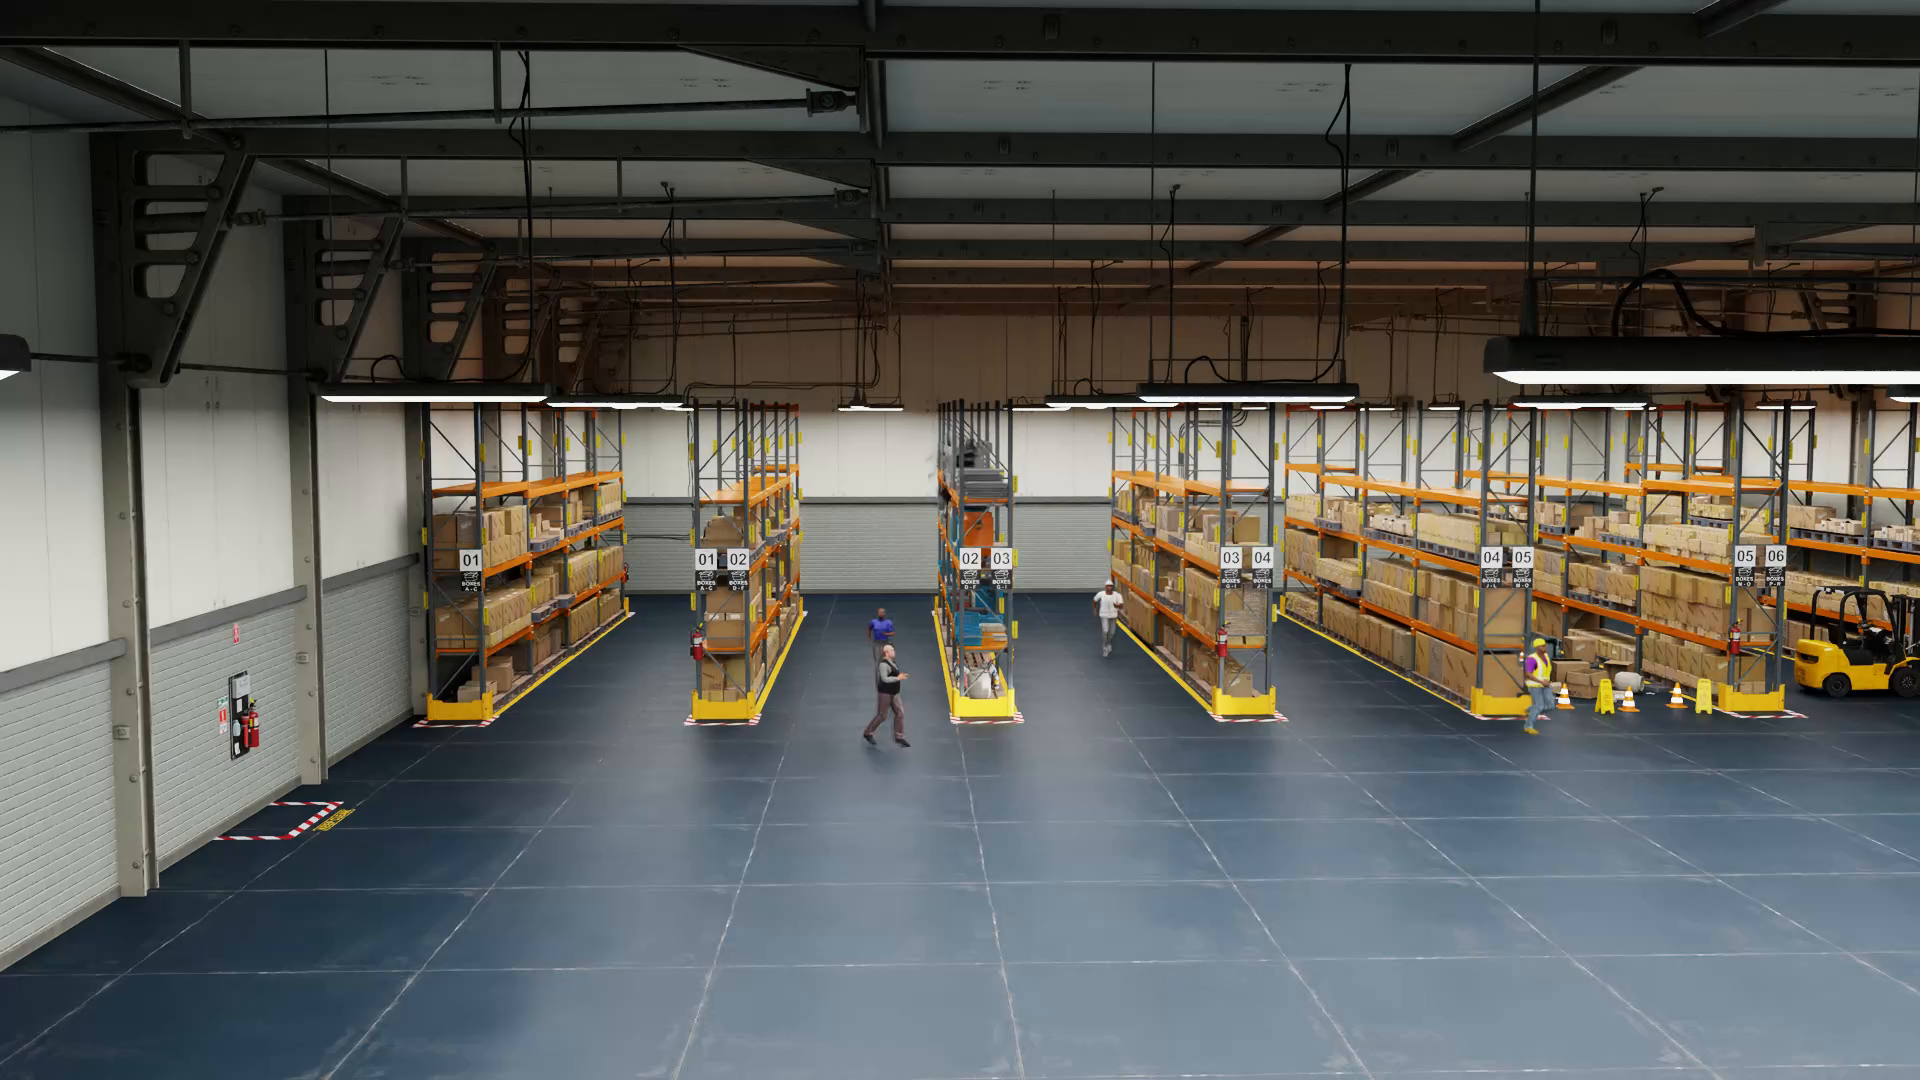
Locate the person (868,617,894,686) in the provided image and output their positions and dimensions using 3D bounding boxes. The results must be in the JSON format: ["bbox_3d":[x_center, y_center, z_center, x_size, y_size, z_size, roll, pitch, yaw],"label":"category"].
[{"bbox_3d":[-1.646,2.337,34.807,0.529,1.450,0.929,-1,4,-7],"label":"person"}]

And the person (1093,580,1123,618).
[{"bbox_3d":[3.523,1.389,39.282,0.674,0.892,0.692,0,4,-5],"label":"person"}]

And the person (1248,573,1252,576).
[{"bbox_3d":[8.176,1.515,45.459,0.655,1.508,0.820,0,4,2],"label":"person"}]

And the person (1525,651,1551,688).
[{"bbox_3d":[10.342,2.310,29.734,0.686,0.641,0.371,-3,5,-37],"label":"person"}]
